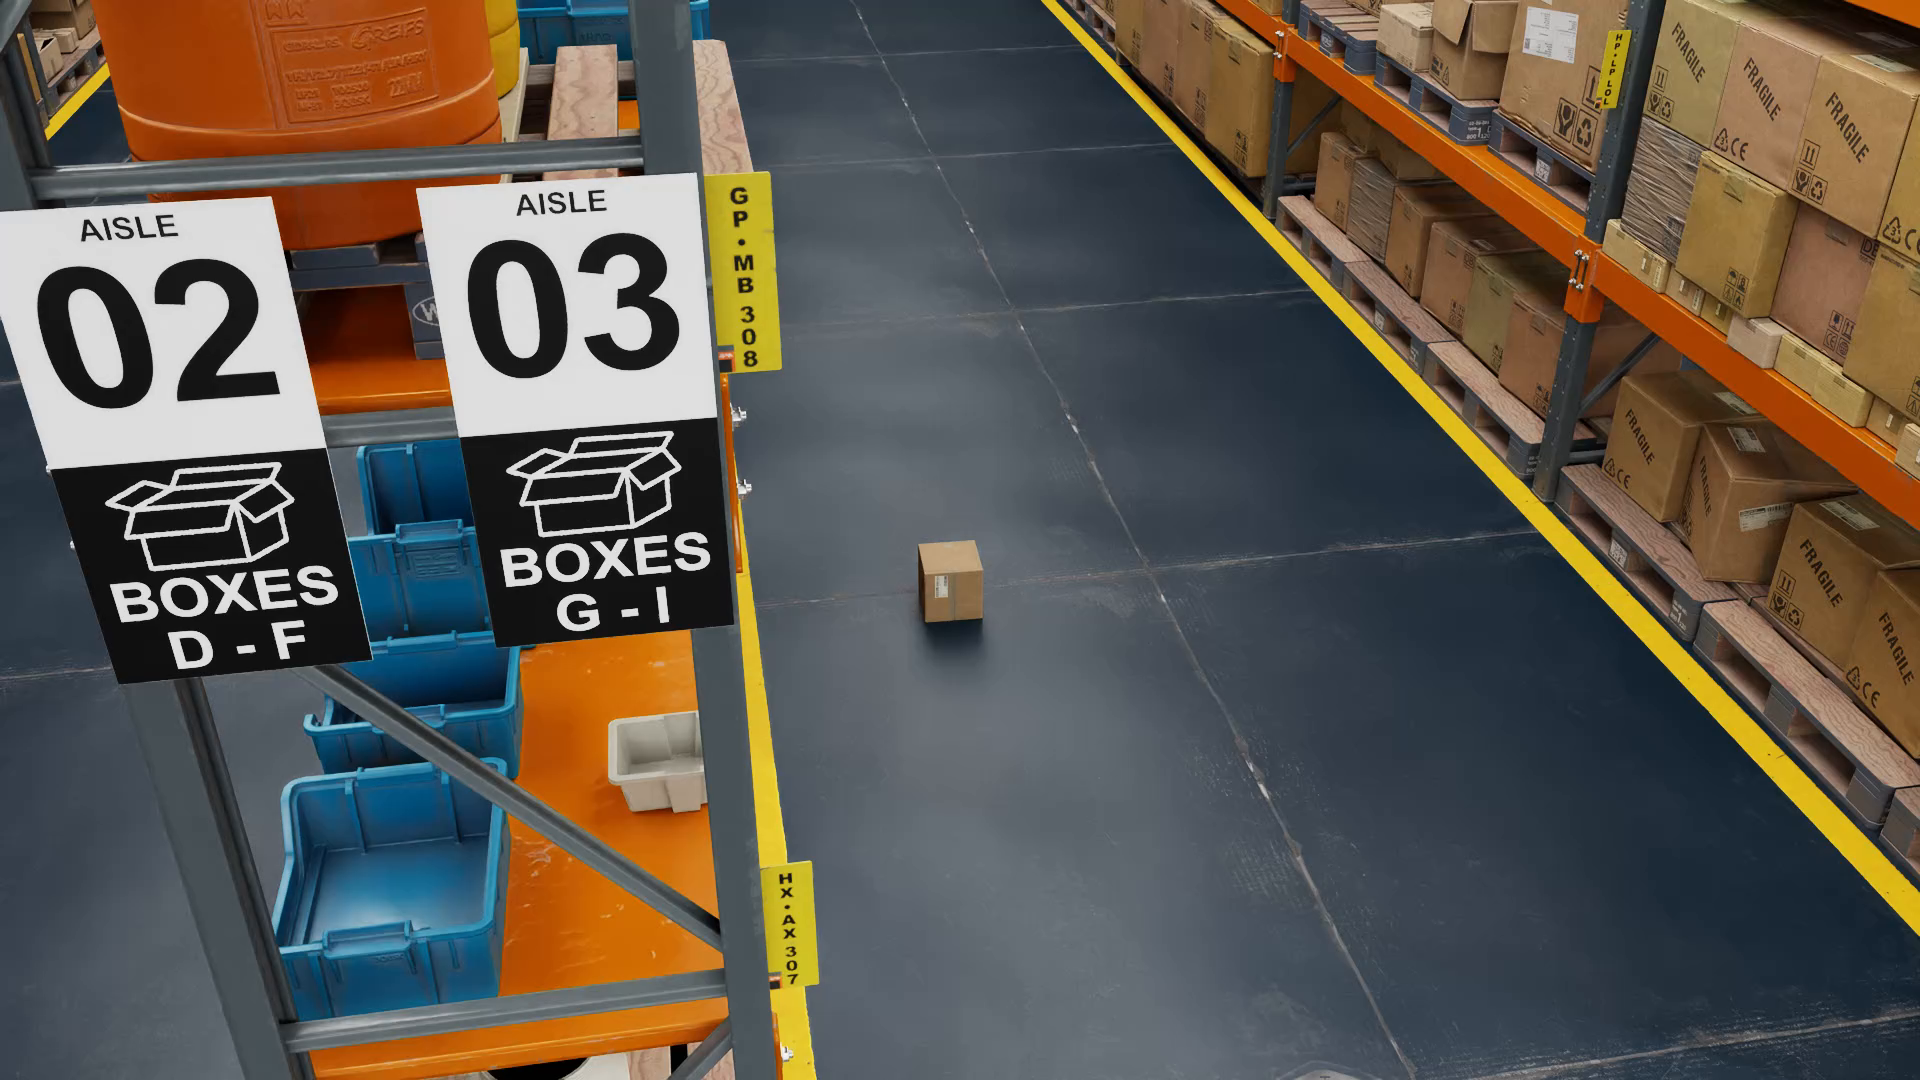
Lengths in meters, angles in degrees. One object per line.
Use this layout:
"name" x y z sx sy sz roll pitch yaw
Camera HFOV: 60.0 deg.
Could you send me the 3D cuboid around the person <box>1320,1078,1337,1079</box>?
"person" 0.666 1.705 3.258 0.510 1.630 0.940 1 31 1
